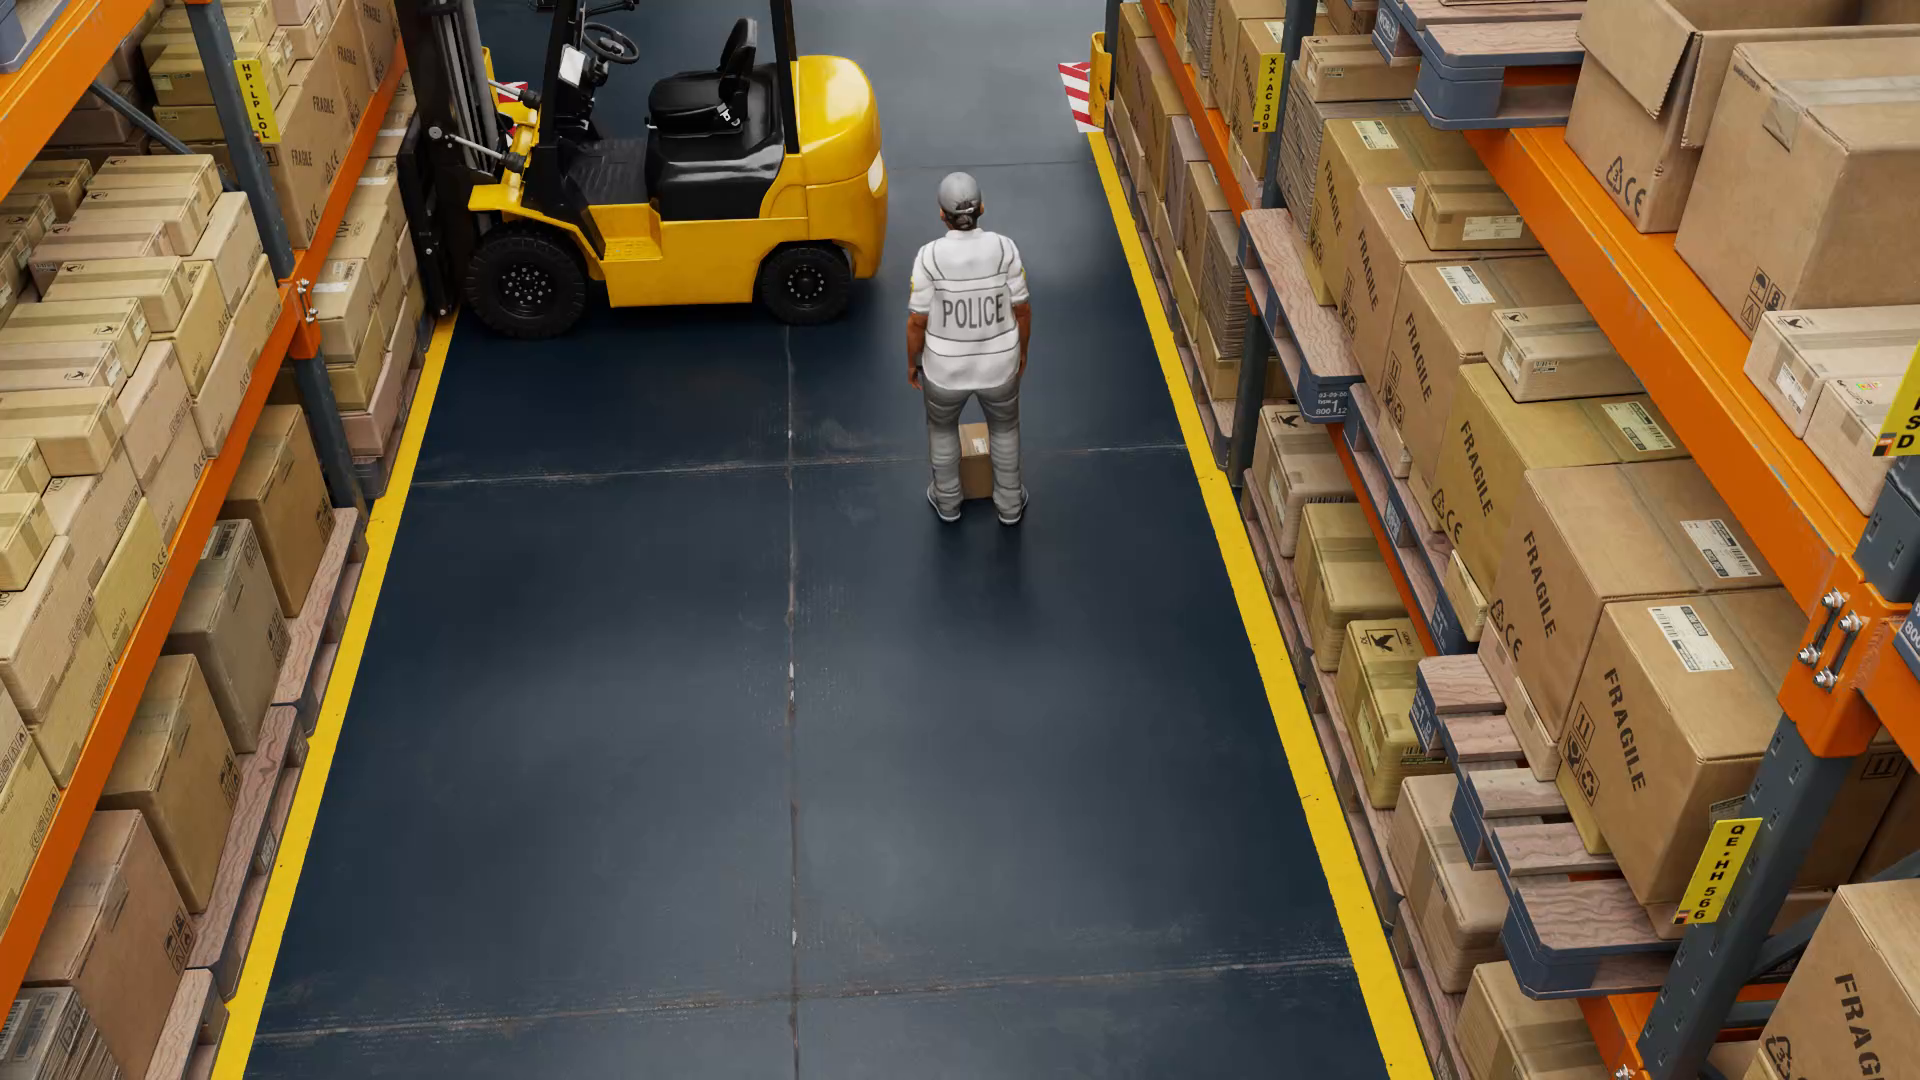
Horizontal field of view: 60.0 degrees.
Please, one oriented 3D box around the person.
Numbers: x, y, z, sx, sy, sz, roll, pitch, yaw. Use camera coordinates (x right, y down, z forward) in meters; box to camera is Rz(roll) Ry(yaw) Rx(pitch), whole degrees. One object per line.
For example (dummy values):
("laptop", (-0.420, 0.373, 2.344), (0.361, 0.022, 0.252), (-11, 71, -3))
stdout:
("person", (0.047, -0.772, 7.092), (0.561, 1.665, 0.470), (-5, 40, -7))
